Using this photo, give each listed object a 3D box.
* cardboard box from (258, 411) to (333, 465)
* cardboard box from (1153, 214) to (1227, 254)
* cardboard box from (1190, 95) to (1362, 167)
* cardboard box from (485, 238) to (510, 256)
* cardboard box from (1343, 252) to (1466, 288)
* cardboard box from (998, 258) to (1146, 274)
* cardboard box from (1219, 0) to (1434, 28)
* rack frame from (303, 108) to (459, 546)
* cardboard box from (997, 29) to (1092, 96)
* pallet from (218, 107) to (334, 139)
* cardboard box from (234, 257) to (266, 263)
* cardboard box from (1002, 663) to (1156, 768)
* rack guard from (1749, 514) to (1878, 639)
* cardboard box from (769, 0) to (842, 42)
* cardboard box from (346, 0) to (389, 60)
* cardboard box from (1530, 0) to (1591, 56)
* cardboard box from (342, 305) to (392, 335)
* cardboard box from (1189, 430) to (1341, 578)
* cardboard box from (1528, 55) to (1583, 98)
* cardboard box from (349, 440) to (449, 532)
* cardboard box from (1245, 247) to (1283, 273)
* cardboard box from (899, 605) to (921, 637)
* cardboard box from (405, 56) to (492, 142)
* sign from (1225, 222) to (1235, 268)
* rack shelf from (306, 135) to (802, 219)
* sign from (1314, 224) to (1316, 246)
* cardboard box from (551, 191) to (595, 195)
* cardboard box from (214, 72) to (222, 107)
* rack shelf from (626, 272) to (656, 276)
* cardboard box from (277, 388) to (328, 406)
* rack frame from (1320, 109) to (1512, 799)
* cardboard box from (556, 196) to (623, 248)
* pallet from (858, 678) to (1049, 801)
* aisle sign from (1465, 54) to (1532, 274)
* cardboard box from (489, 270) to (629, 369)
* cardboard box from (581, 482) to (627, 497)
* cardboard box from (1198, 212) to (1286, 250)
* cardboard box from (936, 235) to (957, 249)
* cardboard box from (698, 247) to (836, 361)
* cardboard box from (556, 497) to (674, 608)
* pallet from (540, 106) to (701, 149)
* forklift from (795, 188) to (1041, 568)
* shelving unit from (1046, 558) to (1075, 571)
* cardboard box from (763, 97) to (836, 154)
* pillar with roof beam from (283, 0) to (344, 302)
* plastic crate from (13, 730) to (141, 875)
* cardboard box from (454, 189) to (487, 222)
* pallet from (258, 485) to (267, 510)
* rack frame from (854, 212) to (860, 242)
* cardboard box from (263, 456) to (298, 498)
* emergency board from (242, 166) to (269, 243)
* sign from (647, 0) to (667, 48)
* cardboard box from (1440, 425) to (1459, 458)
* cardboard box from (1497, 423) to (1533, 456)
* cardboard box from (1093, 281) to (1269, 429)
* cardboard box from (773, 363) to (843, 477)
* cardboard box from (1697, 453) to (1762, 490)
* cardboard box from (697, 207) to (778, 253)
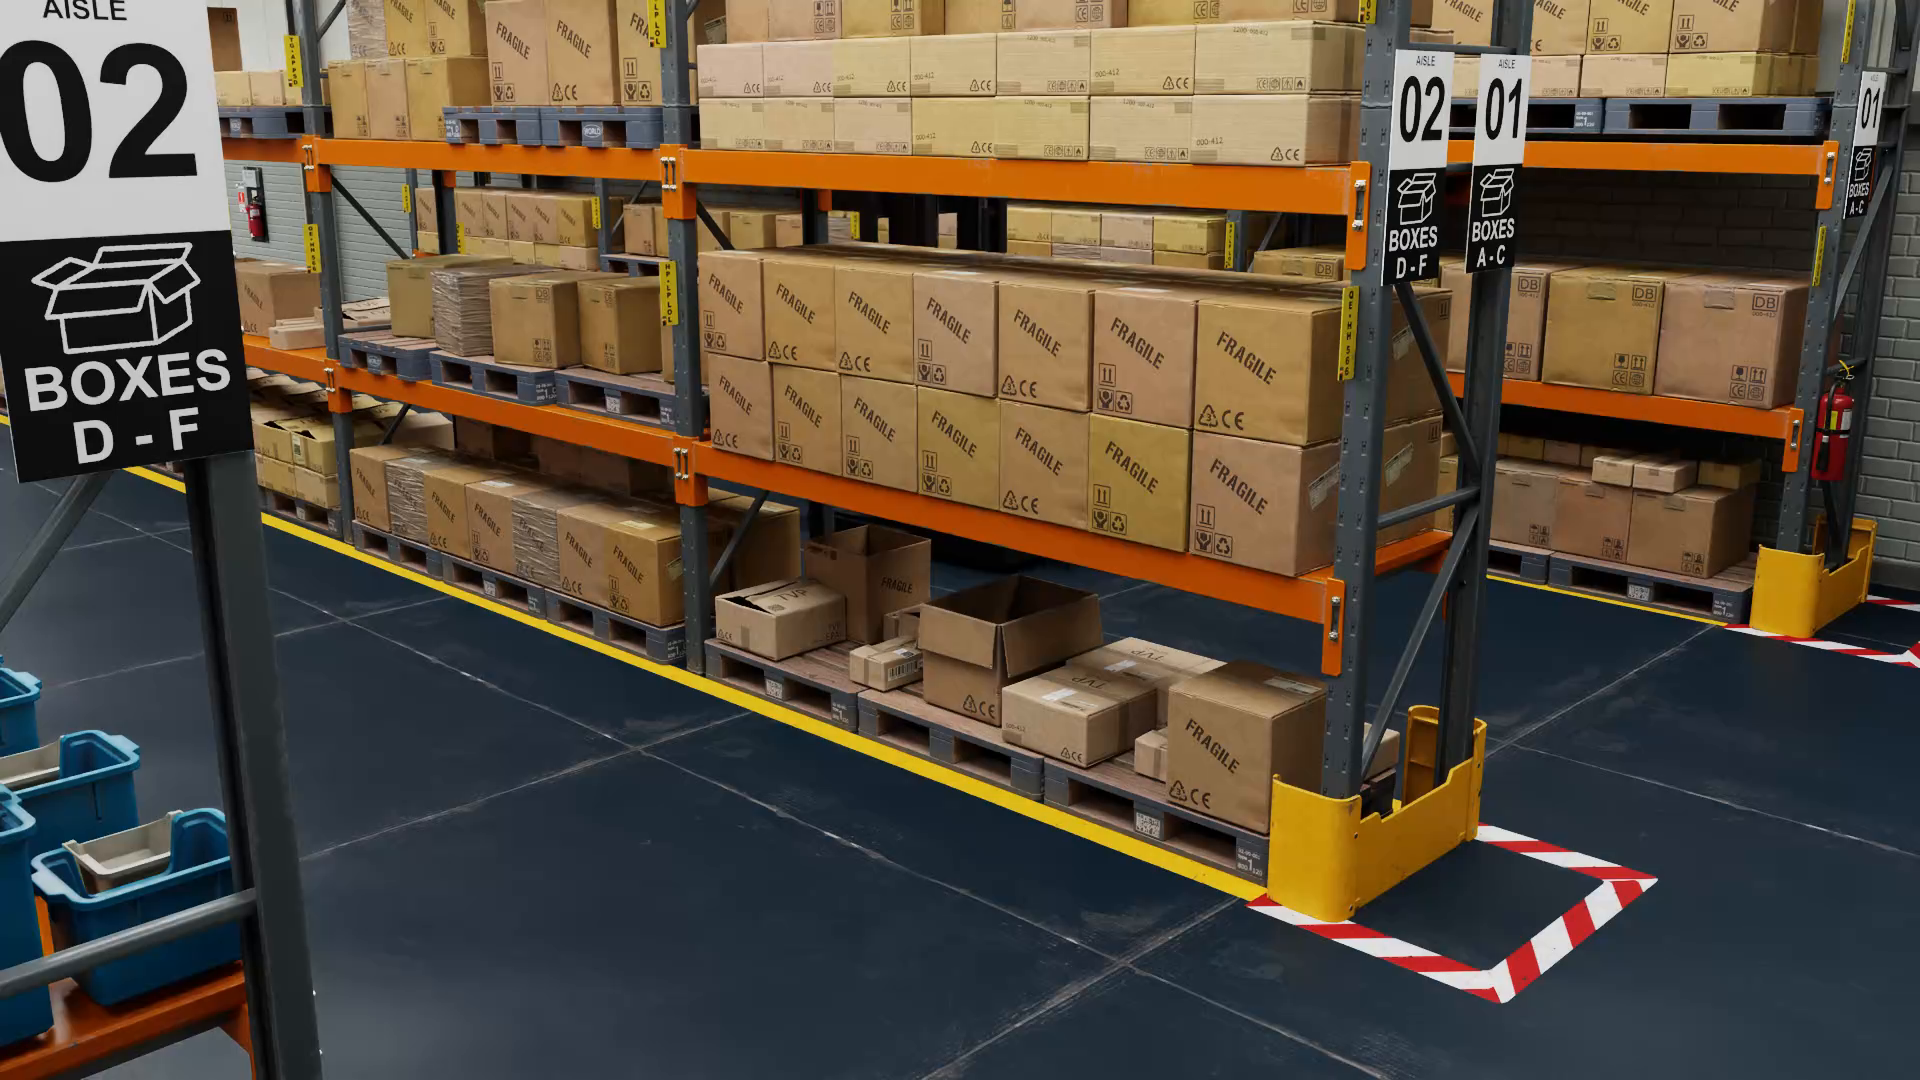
[{"bbox_3d":[-4.921,-0.790,12.522,0.500,0.311,0.500,13,20,41],"label":"cardboard box"},{"bbox_3d":[1.807,-2.309,12.529,0.500,0.250,0.500,-14,20,-43],"label":"cardboard box"},{"bbox_3d":[1.212,-1.530,6.203,0.500,0.250,0.500,14,20,42],"label":"cardboard box"},{"bbox_3d":[-5.078,-3.336,19.042,0.500,0.250,0.500,14,20,43],"label":"cardboard box"},{"bbox_3d":[3.222,-1.627,11.633,0.700,0.700,0.980,13,19,41],"label":"cardboard box"},{"bbox_3d":[0.524,-1.034,7.770,0.500,0.500,0.500,13,20,42],"label":"cardboard box"},{"bbox_3d":[1.384,-2.180,6.218,0.500,0.500,0.700,14,20,42],"label":"cardboard box"},{"bbox_3d":[-3.994,-1.509,11.774,0.127,3.000,1.000,14,20,42],"label":"rack frame"},{"bbox_3d":[0.501,-1.949,6.820,0.500,0.250,0.500,14,20,42],"label":"cardboard box"},{"bbox_3d":[-4.545,-2.972,11.814,1.213,0.211,1.003,-13,20,-42],"label":"pallet"},{"bbox_3d":[-5.953,-2.028,13.567,0.500,0.500,0.500,-13,19,-40],"label":"cardboard box"},{"bbox_3d":[0.539,0.787,7.545,0.500,0.250,0.500,14,20,42],"label":"cardboard box"},{"bbox_3d":[5.218,0.205,10.153,0.348,0.500,1.175,14,20,42],"label":"rack guard"},{"bbox_3d":[-0.477,-2.601,7.836,0.500,0.500,0.700,14,20,42],"label":"cardboard box"},{"bbox_3d":[-3.685,-3.415,10.960,0.500,0.500,0.500,14,20,42],"label":"cardboard box"},{"bbox_3d":[3.750,-3.260,10.325,0.500,0.500,0.500,13,19,40],"label":"cardboard box"},{"bbox_3d":[-4.226,-1.537,12.060,0.500,0.311,0.500,-13,19,-41],"label":"cardboard box"},{"bbox_3d":[1.253,-0.186,6.500,0.500,0.500,0.500,-14,20,-42],"label":"cardboard box"},{"bbox_3d":[3.735,-2.900,10.431,0.500,0.250,0.500,13,19,41],"label":"cardboard box"},{"bbox_3d":[-3.865,-0.381,11.529,0.500,0.500,0.500,-13,20,-42],"label":"cardboard box"},{"bbox_3d":[2.165,-2.037,12.973,0.500,0.500,0.500,13,19,40],"label":"cardboard box"},{"bbox_3d":[0.032,0.459,8.682,0.500,0.311,0.500,14,20,42],"label":"cardboard box"},{"bbox_3d":[-2.915,-2.758,10.422,0.500,0.500,0.910,14,20,42],"label":"cardboard box"},{"bbox_3d":[1.951,-2.131,12.020,0.005,0.325,0.100,14,20,42],"label":"sign"},{"bbox_3d":[-2.554,-2.262,10.143,4.000,0.370,1.077,14,20,42],"label":"rack shelf"},{"bbox_3d":[2.705,-2.267,12.809,0.005,0.325,0.100,14,20,42],"label":"sign"},{"bbox_3d":[-4.356,-3.708,18.986,0.500,0.500,0.500,-14,20,-43],"label":"cardboard box"},{"bbox_3d":[-5.540,-3.445,12.722,0.500,0.250,0.500,12,19,38],"label":"cardboard box"},{"bbox_3d":[-1.998,-2.411,16.662,4.000,0.370,1.077,14,20,42],"label":"rack shelf"},{"bbox_3d":[-5.287,-1.068,13.590,0.500,0.311,0.500,13,20,42],"label":"cardboard box"},{"bbox_3d":[1.765,-0.109,6.401,0.127,3.000,1.000,14,20,42],"label":"rack frame"},{"bbox_3d":[-3.993,-3.435,17.938,0.500,0.500,0.500,14,20,42],"label":"cardboard box"},{"bbox_3d":[0.261,0.874,8.158,1.213,0.211,1.003,14,20,42],"label":"pallet"},{"bbox_3d":[2.018,-1.408,6.232,0.004,0.787,0.394,14,20,42],"label":"aisle sign"},{"bbox_3d":[-2.429,-1.359,10.166,0.500,0.500,0.700,8,17,28],"label":"cardboard box"},{"bbox_3d":[-2.040,-0.121,10.533,0.500,0.500,0.500,14,20,43],"label":"cardboard box"},{"bbox_3d":[2.171,-2.401,12.884,0.500,0.250,0.500,-14,20,-42],"label":"cardboard box"},{"bbox_3d":[-0.016,-2.386,14.312,0.500,0.500,0.500,-14,20,-42],"label":"cardboard box"},{"bbox_3d":[-0.971,-1.208,8.436,0.500,0.500,0.500,-14,20,-43],"label":"cardboard box"},{"bbox_3d":[-2.019,0.065,9.817,0.500,0.500,0.500,14,20,42],"label":"cardboard box"},{"bbox_3d":[-1.535,-2.296,9.220,1.003,0.211,1.213,14,20,42],"label":"pallet"},{"bbox_3d":[-0.469,-1.524,11.968,3.031,2.935,1.130,13,19,40],"label":"forklift"},{"bbox_3d":[0.751,-0.269,11.170,0.210,0.900,0.258,15,21,40],"label":"shelving unit"},{"bbox_3d":[-0.579,-1.970,7.891,0.500,0.250,0.500,14,20,42],"label":"cardboard box"},{"bbox_3d":[-12.521,-7.015,21.008,0.400,9.000,9.100,14,20,42],"label":"pillar with roof beam"},{"bbox_3d":[-2.099,0.623,3.804,0.300,0.233,0.416,14,20,42],"label":"plastic crate"},{"bbox_3d":[-5.834,-3.882,19.654,0.500,0.500,0.500,14,20,42],"label":"cardboard box"},{"bbox_3d":[-5.434,-0.524,13.525,1.213,0.211,1.003,14,20,42],"label":"pallet"},{"bbox_3d":[-0.559,-2.409,15.228,0.127,3.000,1.000,14,20,42],"label":"rack frame"},{"bbox_3d":[-4.916,-0.519,12.595,0.500,0.250,0.500,13,20,42],"label":"cardboard box"},{"bbox_3d":[-11.285,-5.333,26.450,0.643,1.169,0.194,14,20,42],"label":"emergency board"},{"bbox_3d":[-1.497,-2.600,8.206,0.005,0.325,0.100,14,20,42],"label":"sign"},{"bbox_3d":[3.284,-0.682,11.440,0.250,0.149,0.380,13,19,41],"label":"cardboard box"},{"bbox_3d":[3.760,-0.701,11.511,0.250,0.149,0.380,13,20,41],"label":"cardboard box"},{"bbox_3d":[0.889,-0.757,6.708,0.500,0.500,0.500,-14,20,-43],"label":"cardboard box"},{"bbox_3d":[-0.566,-0.630,8.201,0.500,0.500,0.500,14,20,43],"label":"cardboard box"},{"bbox_3d":[4.856,-0.435,10.491,0.250,0.149,0.380,14,20,43],"label":"cardboard box"},{"bbox_3d":[-2.202,-3.066,16.680,0.700,0.500,0.500,-11,18,-37],"label":"cardboard box"}]
